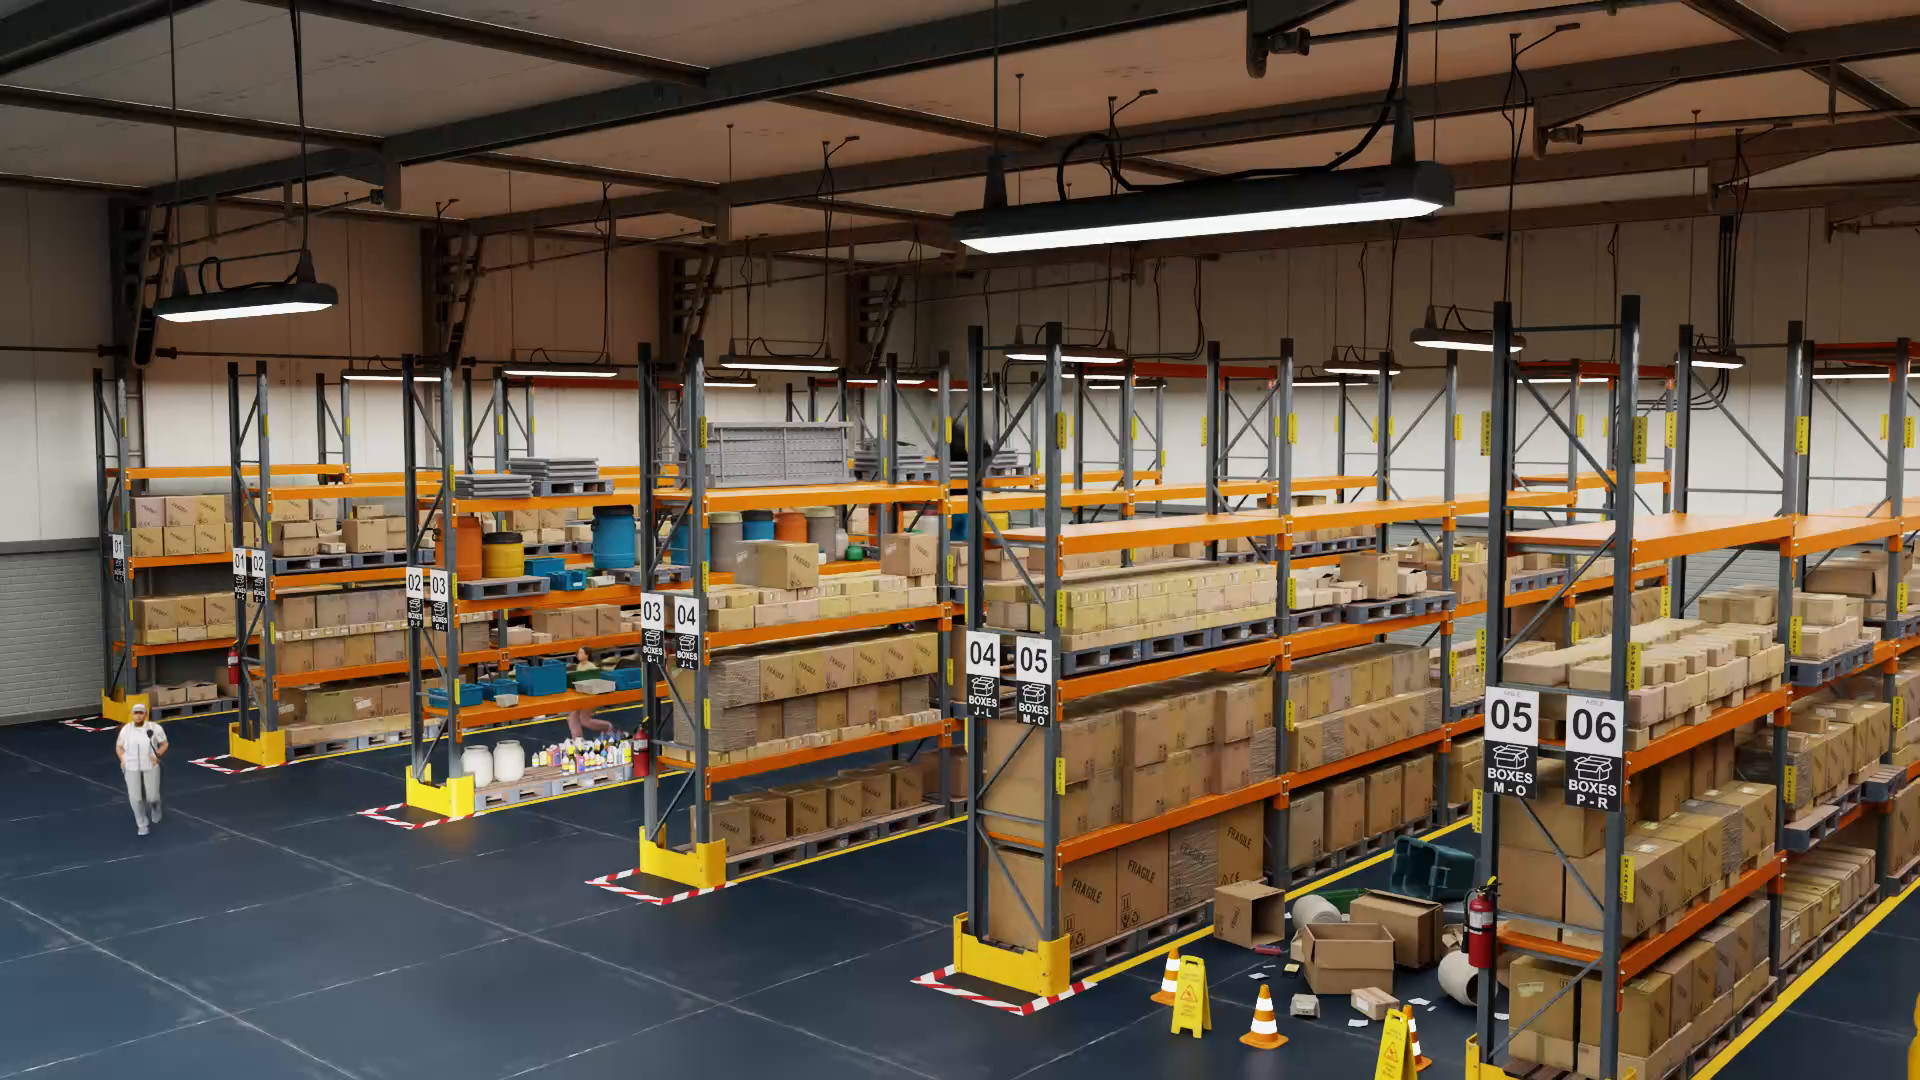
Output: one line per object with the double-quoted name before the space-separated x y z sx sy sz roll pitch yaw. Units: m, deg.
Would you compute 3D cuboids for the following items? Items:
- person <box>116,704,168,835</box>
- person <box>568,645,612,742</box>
"person" -10.185 2.833 20.708 0.594 1.622 0.556 -1 4 -19
"person" -5.784 2.444 25.826 0.615 1.632 0.770 4 6 44
